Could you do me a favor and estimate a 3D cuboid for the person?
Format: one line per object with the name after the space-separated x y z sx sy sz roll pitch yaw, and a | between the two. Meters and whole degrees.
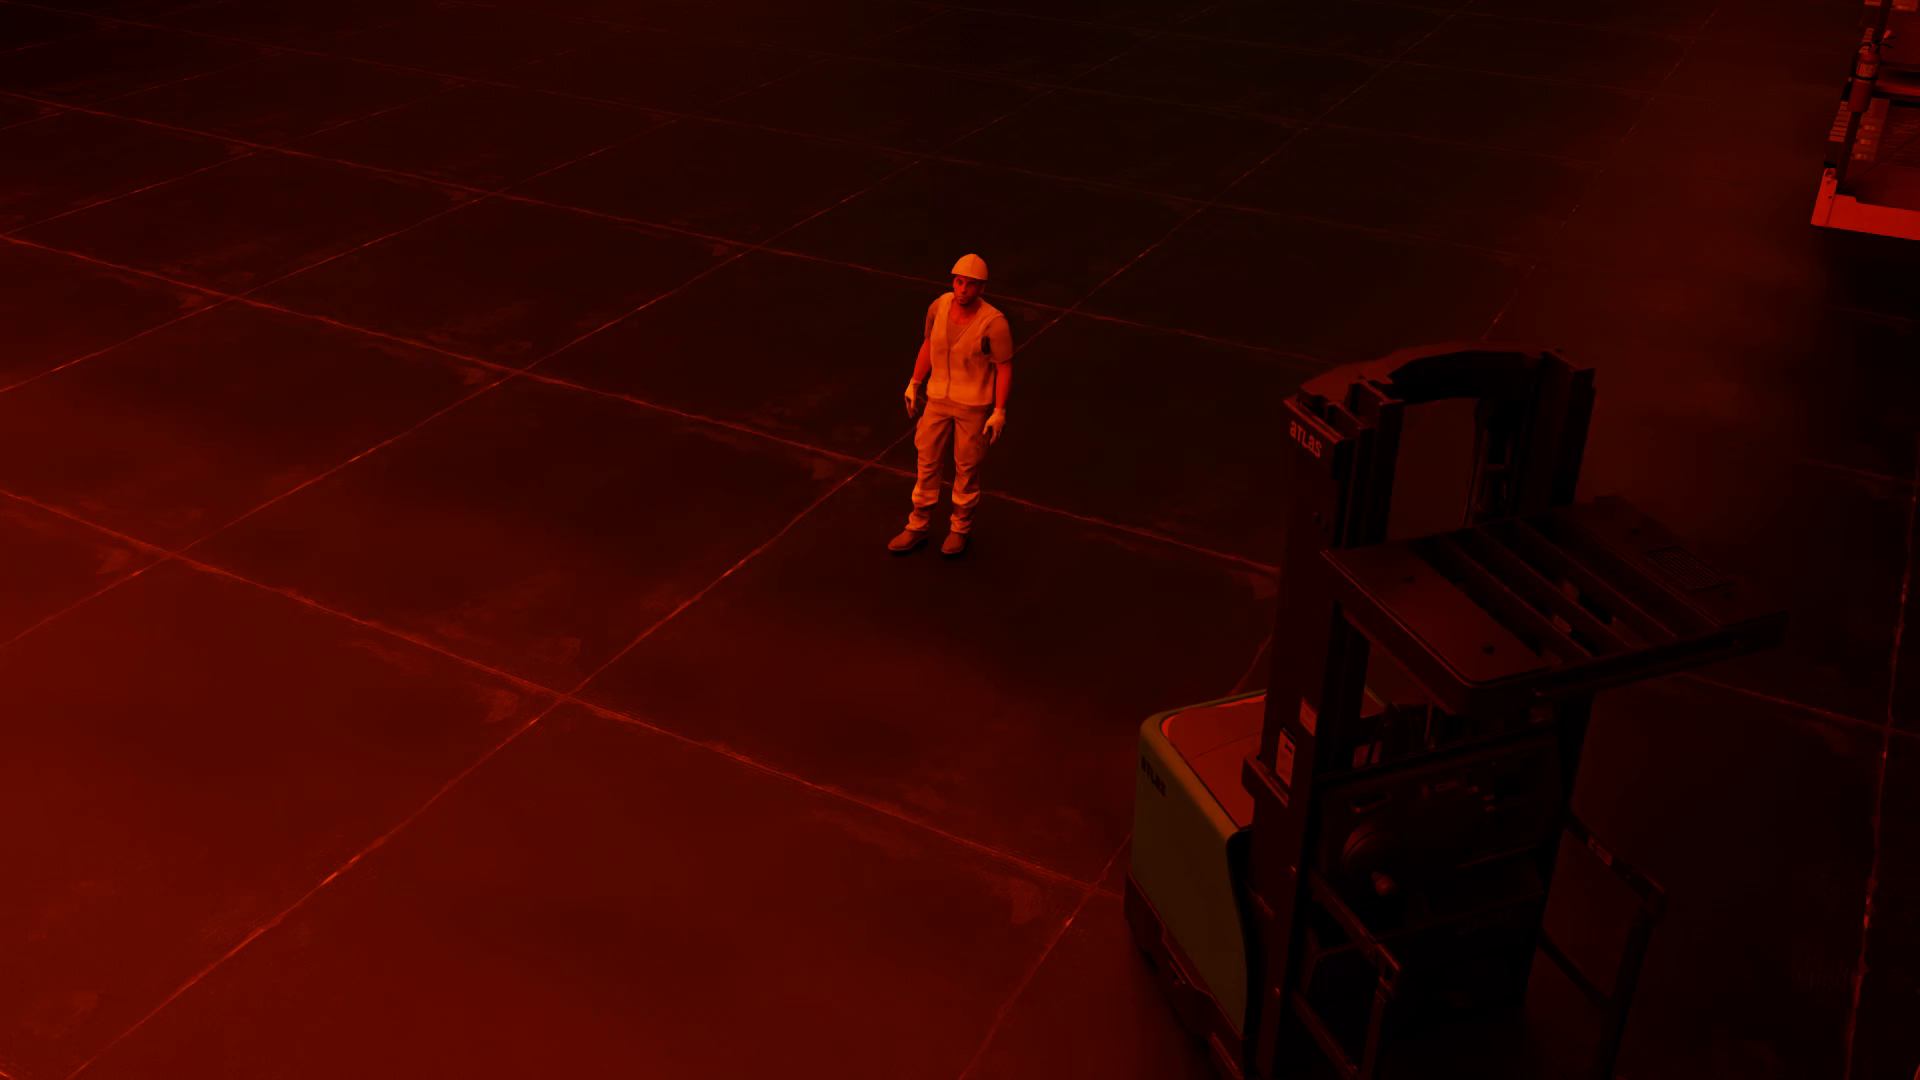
-0.049 -0.749 9.497 0.637 1.787 0.564 15 33 25 | person

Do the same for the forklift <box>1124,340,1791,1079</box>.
1.687 0.970 5.389 1.130 2.935 3.031 -11 32 -18 | forklift
